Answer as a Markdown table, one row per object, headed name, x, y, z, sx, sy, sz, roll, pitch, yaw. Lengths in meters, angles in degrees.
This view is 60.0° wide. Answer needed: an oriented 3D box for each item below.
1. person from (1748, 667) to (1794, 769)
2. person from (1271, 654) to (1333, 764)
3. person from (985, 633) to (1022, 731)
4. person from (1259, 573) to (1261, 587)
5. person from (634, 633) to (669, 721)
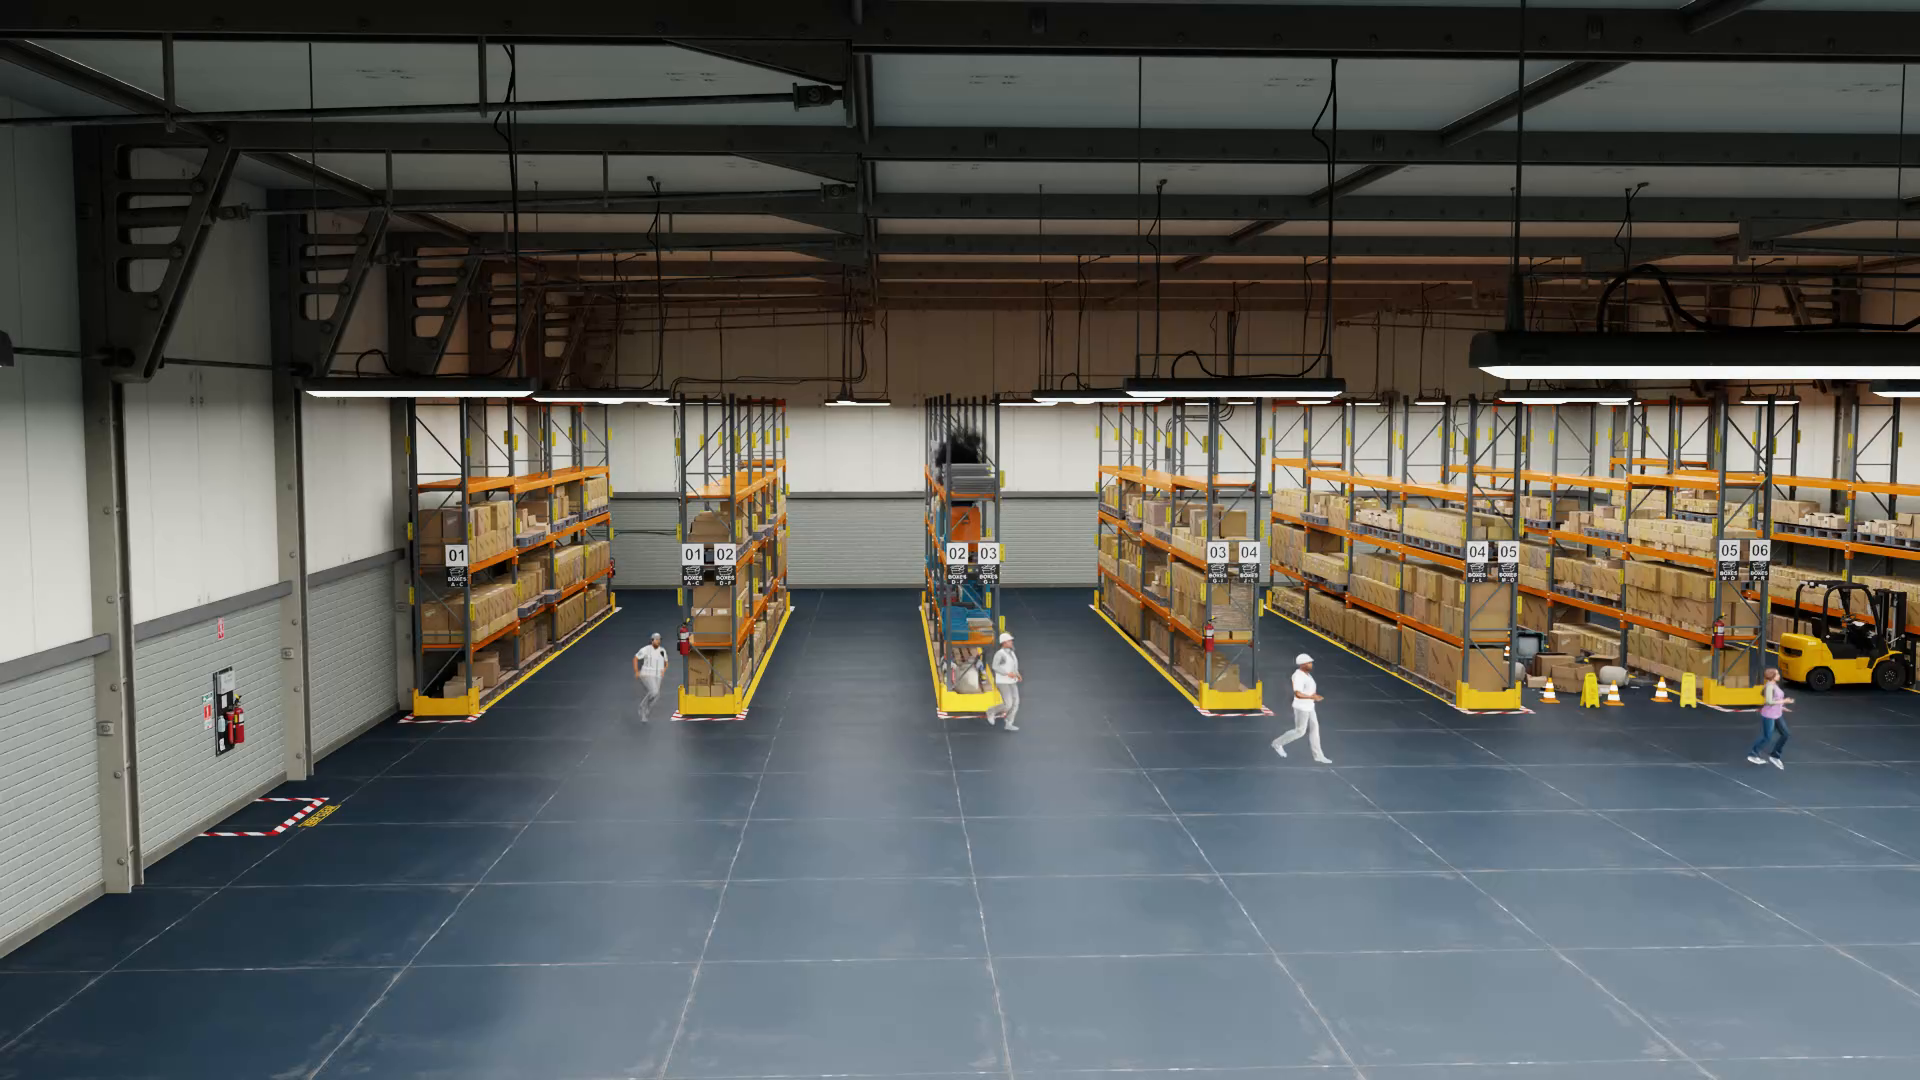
| name | x | y | z | sx | sy | sz | roll | pitch | yaw |
| --- | --- | --- | --- | --- | --- | --- | --- | --- | --- |
| person | 12.916 | 2.835 | 26.449 | 0.661 | 1.630 | 0.518 | 4 | 6 | 43 |
| person | 5.516 | 2.712 | 26.772 | 0.982 | 1.766 | 0.704 | 2 | 5 | 25 |
| person | 0.803 | 2.520 | 29.619 | 0.663 | 1.734 | 0.656 | 3 | 5 | 33 |
| person | 7.869 | 1.343 | 45.157 | 0.614 | 1.690 | 0.887 | 0 | 5 | -2 |
| person | -5.595 | 2.514 | 30.442 | 0.623 | 1.599 | 0.582 | -4 | 6 | -39 |
